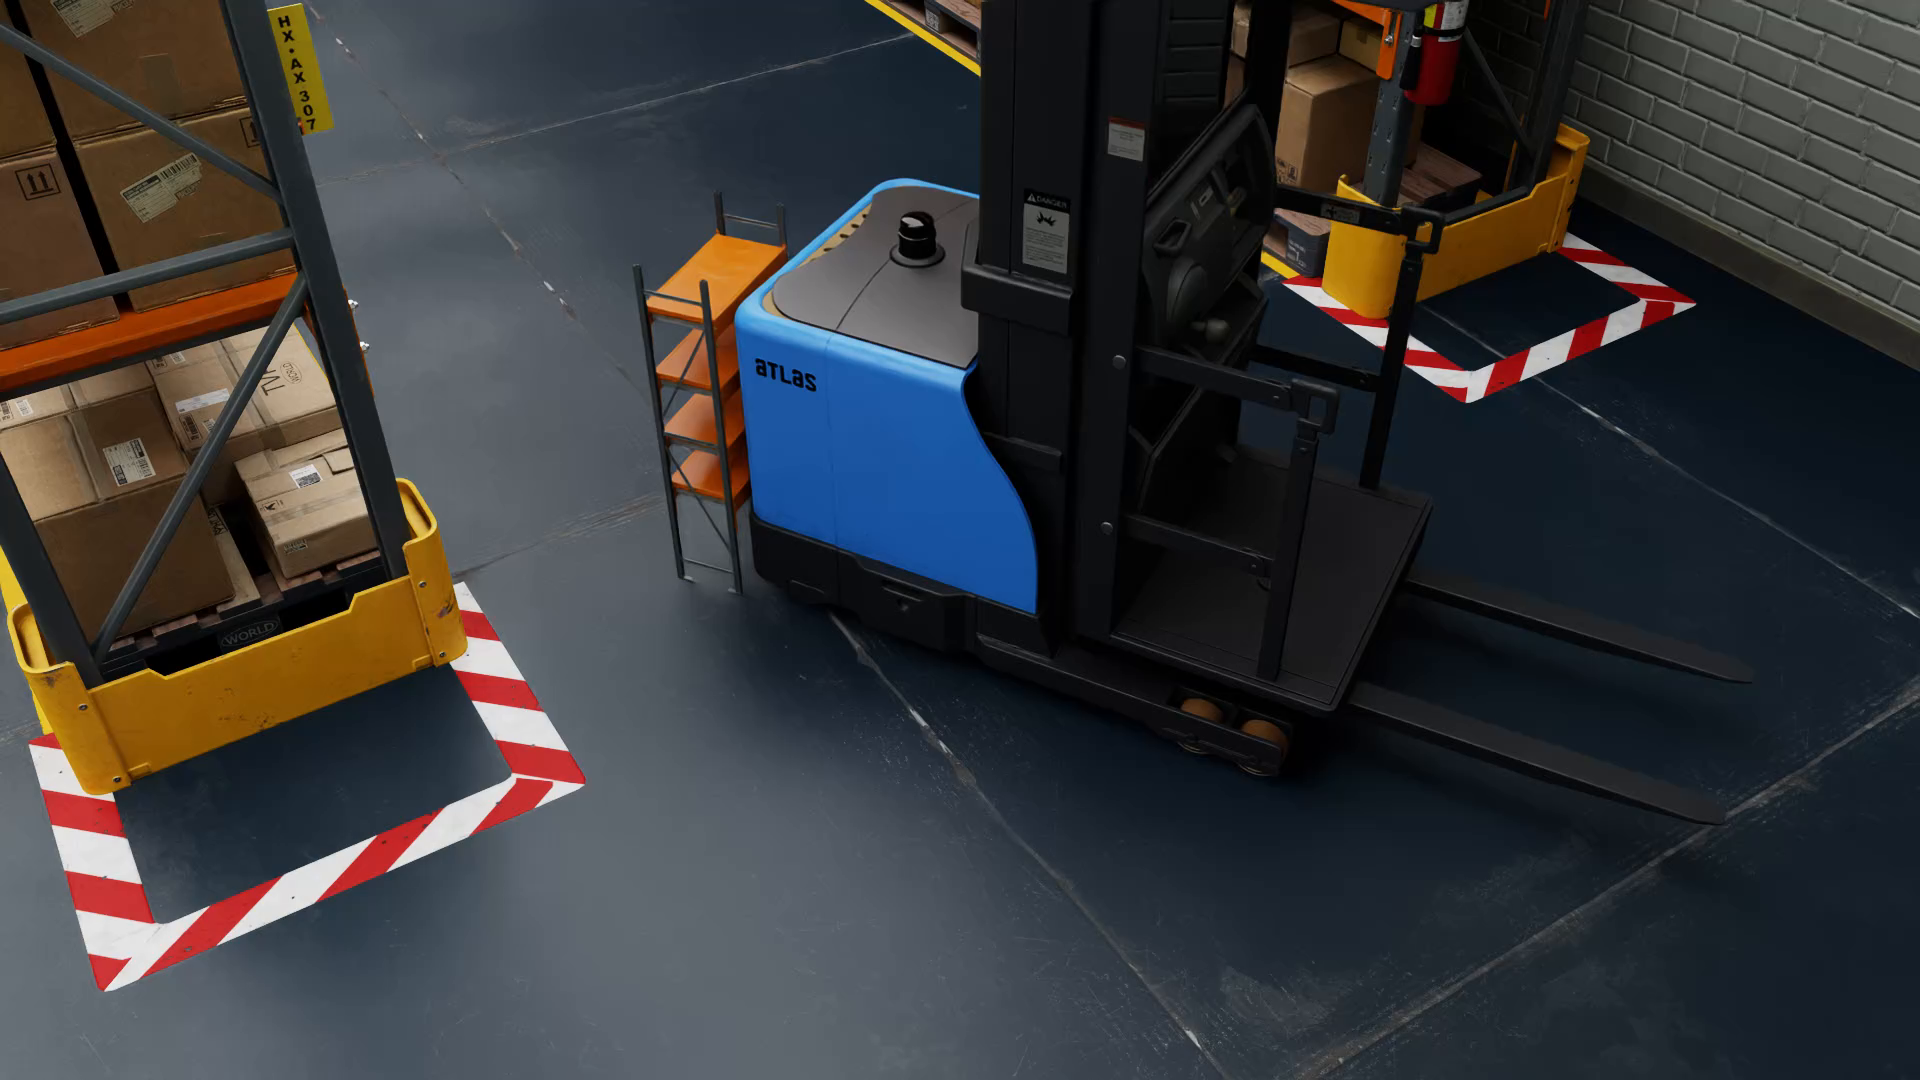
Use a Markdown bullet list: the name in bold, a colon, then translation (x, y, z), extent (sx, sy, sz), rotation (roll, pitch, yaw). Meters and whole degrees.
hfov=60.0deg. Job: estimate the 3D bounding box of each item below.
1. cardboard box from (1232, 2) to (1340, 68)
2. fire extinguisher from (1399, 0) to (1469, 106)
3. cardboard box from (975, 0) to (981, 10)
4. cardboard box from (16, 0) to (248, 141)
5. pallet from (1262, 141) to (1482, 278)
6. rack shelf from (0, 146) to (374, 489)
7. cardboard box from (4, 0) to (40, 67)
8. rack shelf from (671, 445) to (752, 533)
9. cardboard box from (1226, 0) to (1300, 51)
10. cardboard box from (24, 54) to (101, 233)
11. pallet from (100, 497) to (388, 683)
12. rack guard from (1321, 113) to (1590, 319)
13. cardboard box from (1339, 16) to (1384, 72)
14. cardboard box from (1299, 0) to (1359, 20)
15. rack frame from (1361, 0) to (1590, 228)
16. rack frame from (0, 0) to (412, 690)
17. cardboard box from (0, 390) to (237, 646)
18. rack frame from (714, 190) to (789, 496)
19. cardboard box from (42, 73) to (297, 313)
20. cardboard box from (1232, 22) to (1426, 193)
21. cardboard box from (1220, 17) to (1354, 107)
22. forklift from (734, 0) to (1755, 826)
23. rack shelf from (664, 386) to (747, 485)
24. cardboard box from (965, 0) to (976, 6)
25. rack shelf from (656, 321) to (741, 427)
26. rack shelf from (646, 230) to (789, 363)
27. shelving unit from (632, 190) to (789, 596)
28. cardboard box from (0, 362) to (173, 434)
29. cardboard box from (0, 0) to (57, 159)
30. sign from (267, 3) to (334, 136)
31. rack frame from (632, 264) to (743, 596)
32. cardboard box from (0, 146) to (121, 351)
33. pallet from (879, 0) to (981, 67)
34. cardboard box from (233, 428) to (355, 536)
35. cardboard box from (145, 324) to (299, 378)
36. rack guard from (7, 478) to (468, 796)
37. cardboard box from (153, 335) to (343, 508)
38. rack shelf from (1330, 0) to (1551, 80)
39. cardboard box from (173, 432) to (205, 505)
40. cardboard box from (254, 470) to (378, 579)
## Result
- **cardboard box**: translation (1.392, -2.150, 7.105), extent (0.380, 0.149, 0.250), rotation (-23, 45, -25)
- **fire extinguisher**: translation (1.768, -1.937, 6.083), extent (0.296, 0.674, 0.183), rotation (-22, 45, -24)
- **cardboard box**: translation (0.508, -2.999, 8.630), extent (0.700, 0.500, 0.500), rotation (-23, 45, -25)
- **cardboard box**: translation (-2.115, -1.396, 4.223), extent (0.500, 0.500, 0.500), rotation (-21, 44, -23)
- **pallet**: translation (1.580, -1.684, 7.606), extent (1.003, 0.211, 1.213), rotation (-22, 45, -24)
- **rack shelf**: translation (-3.174, -1.446, 5.704), extent (1.077, 0.370, 4.000), rotation (-22, 45, -24)
- **cardboard box**: translation (-2.403, -1.675, 4.558), extent (0.500, 0.500, 0.500), rotation (-22, 44, -24)
- **rack shelf**: translation (-0.744, -0.249, 5.526), extent (0.258, 0.148, 0.480), rotation (14, 42, 17)
- **cardboard box**: translation (1.254, -2.288, 7.271), extent (0.380, 0.149, 0.250), rotation (-21, 44, -23)
- **cardboard box**: translation (-2.397, -1.288, 4.875), extent (0.500, 0.500, 0.500), rotation (-23, 45, -25)
- **pallet**: translation (-2.569, -0.043, 5.637), extent (1.003, 0.211, 1.213), rotation (-22, 45, -24)
- **rack guard**: translation (2.088, -1.377, 7.012), extent (1.175, 0.500, 0.348), rotation (-22, 45, -24)
- **cardboard box**: translation (1.851, -2.145, 7.099), extent (0.380, 0.149, 0.250), rotation (-22, 45, -24)
- **cardboard box**: translation (1.578, -2.418, 7.427), extent (0.380, 0.149, 0.250), rotation (-22, 45, -24)
- **rack frame**: translation (2.076, -2.350, 6.227), extent (1.000, 3.000, 0.127), rotation (-22, 45, -24)
- **rack frame**: translation (-2.099, -0.643, 4.179), extent (1.000, 3.000, 0.127), rotation (-22, 45, -24)
- **cardboard box**: translation (-2.599, -0.060, 5.088), extent (0.500, 0.500, 0.500), rotation (-22, 45, -24)
- **rack frame**: translation (-0.653, -0.598, 5.530), extent (0.240, 1.200, 0.015), rotation (14, 42, 17)
- **cardboard box**: translation (-2.115, -1.012, 4.543), extent (0.500, 0.500, 0.500), rotation (-21, 44, -24)
- **cardboard box**: translation (1.615, -1.895, 7.305), extent (0.700, 0.500, 0.500), rotation (-22, 45, -24)
- **cardboard box**: translation (1.346, -2.165, 7.629), extent (0.700, 0.500, 0.500), rotation (-22, 45, -25)
- **forklift**: translation (0.863, -0.821, 4.445), extent (3.031, 2.935, 1.130), rotation (18, 43, 21)
- **rack shelf**: translation (-0.744, -0.402, 5.399), extent (0.258, 0.148, 0.480), rotation (14, 42, 17)
- **cardboard box**: translation (0.240, -3.271, 8.957), extent (0.700, 0.500, 0.500), rotation (-22, 44, -24)
- **rack shelf**: translation (-0.745, -0.574, 5.256), extent (0.258, 0.148, 0.480), rotation (14, 42, 17)
- **rack shelf**: translation (-0.745, -0.756, 5.105), extent (0.258, 0.148, 0.480), rotation (14, 42, 17)
- **shelving unit**: translation (-0.745, -0.454, 5.356), extent (0.258, 1.200, 0.503), rotation (14, 42, 17)
- **cardboard box**: translation (-3.085, -0.488, 5.796), extent (0.500, 0.250, 0.500), rotation (-22, 45, -24)
- **cardboard box**: translation (-2.570, -1.211, 4.001), extent (0.500, 0.500, 0.500), rotation (-23, 45, -25)
- **sign**: translation (-1.642, -1.163, 4.126), extent (0.100, 0.325, 0.005), rotation (-22, 45, -24)
- **rack frame**: translation (-0.836, -0.309, 5.183), extent (0.240, 1.200, 0.015), rotation (14, 42, 17)
- **cardboard box**: translation (-2.569, -0.830, 4.324), extent (0.500, 0.500, 0.500), rotation (-21, 44, -23)
- **pallet**: translation (0.268, -3.001, 9.186), extent (1.003, 0.211, 1.213), rotation (-22, 45, -24)
- **cardboard box**: translation (-2.169, -0.203, 5.520), extent (0.380, 0.166, 0.250), rotation (-22, 45, -24)
- **cardboard box**: translation (-2.690, -0.687, 6.035), extent (0.500, 0.250, 0.500), rotation (-22, 45, -24)
- **rack guard**: translation (-2.140, 0.276, 5.028), extent (1.175, 0.500, 0.348), rotation (-22, 45, -24)
- **cardboard box**: translation (-2.421, -0.417, 5.711), extent (0.500, 0.250, 0.500), rotation (-22, 45, -24)
- **rack shelf**: translation (1.000, -3.153, 7.753), extent (1.077, 0.370, 4.000), rotation (-22, 45, -24)
- **cardboard box**: translation (-2.741, -0.182, 5.495), extent (0.380, 0.166, 0.250), rotation (-22, 45, -24)
- **cardboard box**: translation (-2.034, -0.061, 5.364), extent (0.380, 0.149, 0.250), rotation (-22, 45, -24)
